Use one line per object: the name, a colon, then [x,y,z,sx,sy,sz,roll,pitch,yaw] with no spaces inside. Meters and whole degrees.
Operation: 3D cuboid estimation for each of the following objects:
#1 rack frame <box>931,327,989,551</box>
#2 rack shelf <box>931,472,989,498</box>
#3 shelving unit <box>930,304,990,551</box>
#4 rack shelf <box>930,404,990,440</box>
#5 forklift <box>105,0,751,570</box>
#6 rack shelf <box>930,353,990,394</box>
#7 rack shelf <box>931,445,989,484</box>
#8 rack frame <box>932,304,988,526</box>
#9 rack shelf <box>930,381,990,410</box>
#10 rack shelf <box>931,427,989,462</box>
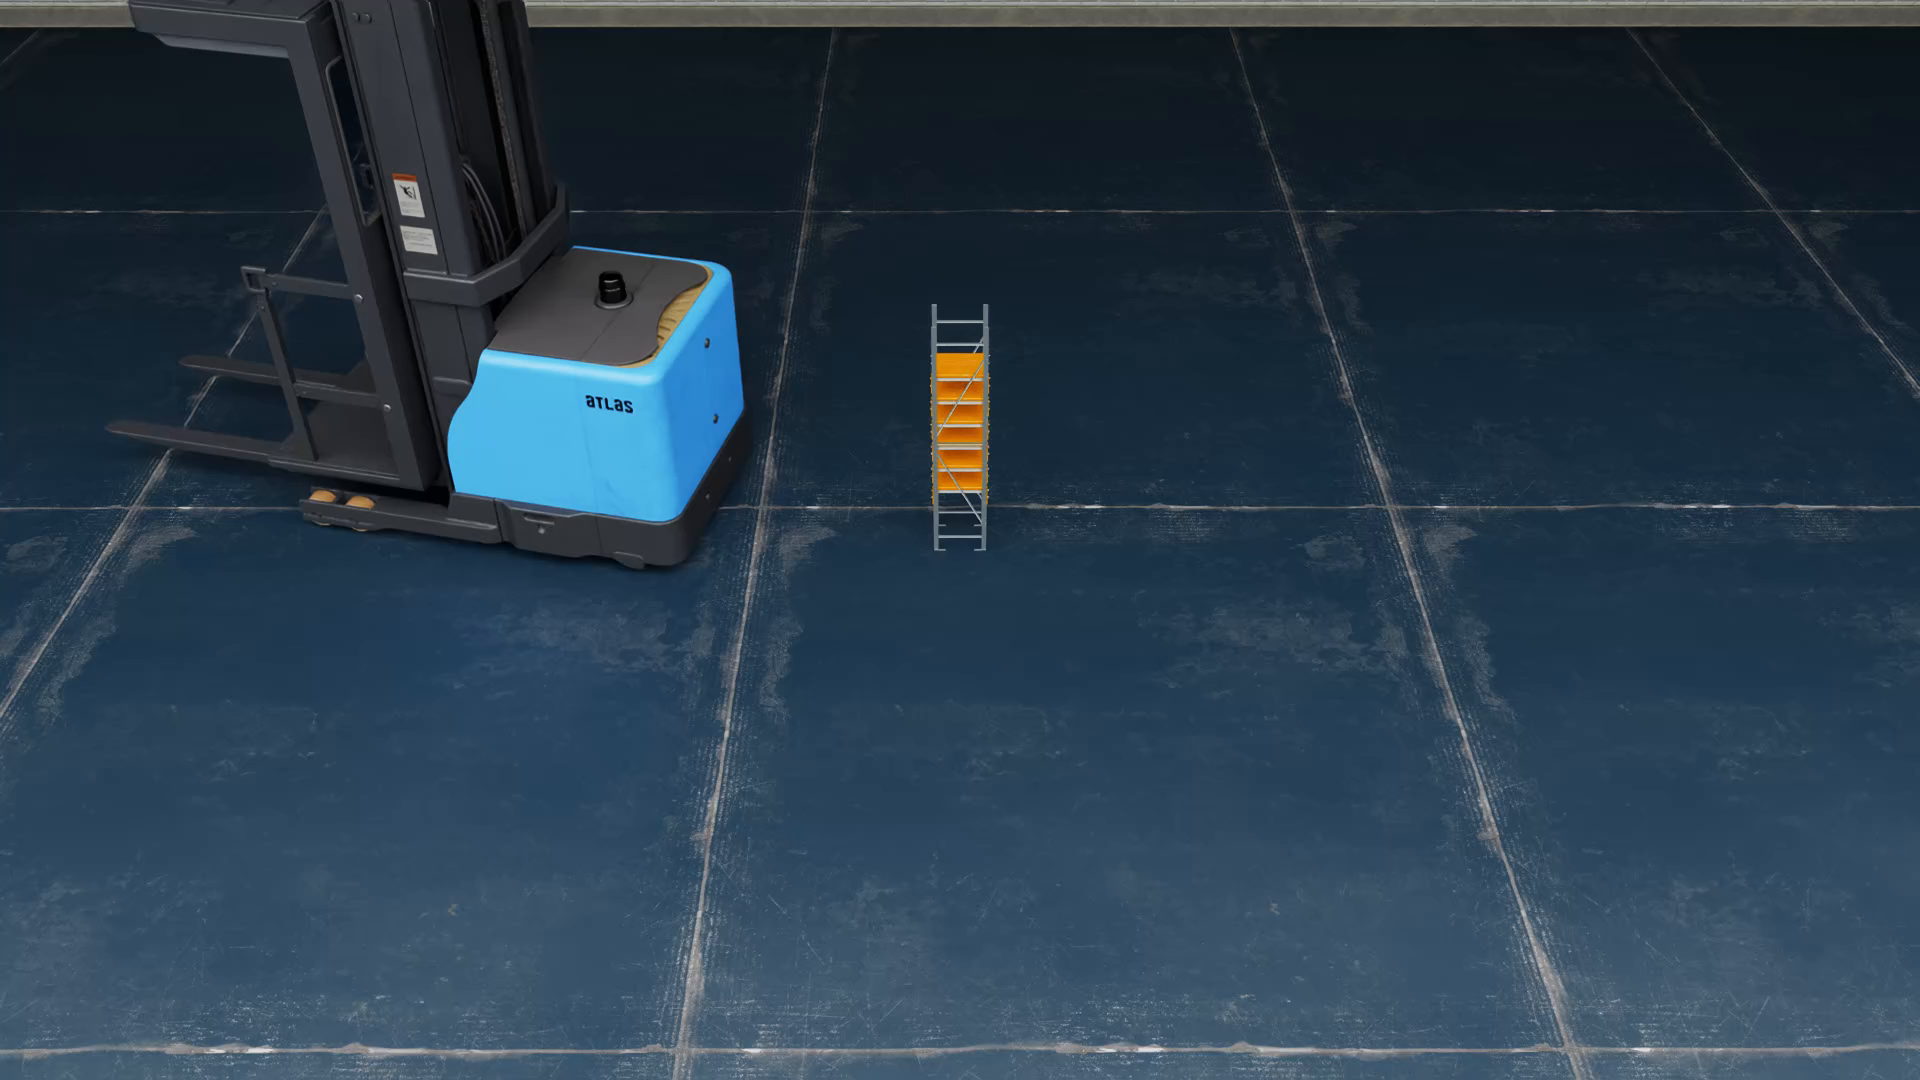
rack frame: [0.000,-0.420,7.315,0.240,1.200,0.006,0,39,0]
rack shelf: [0.000,-0.255,7.564,0.258,0.103,0.180,0,39,0]
shelving unit: [0.000,-0.477,7.386,0.258,1.200,0.189,0,39,0]
rack shelf: [0.000,-0.536,7.339,0.258,0.103,0.180,0,39,0]
forklift: [-2.604,-1.495,7.271,3.031,2.935,1.130,8,39,10]
rack shelf: [0.000,-0.724,7.189,0.258,0.103,0.180,0,39,0]
rack shelf: [0.000,-0.349,7.489,0.258,0.103,0.180,0,39,0]
rack frame: [0.000,-0.534,7.457,0.240,1.200,0.006,0,39,0]
rack shelf: [0.000,-0.630,7.264,0.258,0.103,0.180,0,39,0]
rack shelf: [0.000,-0.443,7.414,0.258,0.103,0.180,0,39,0]
